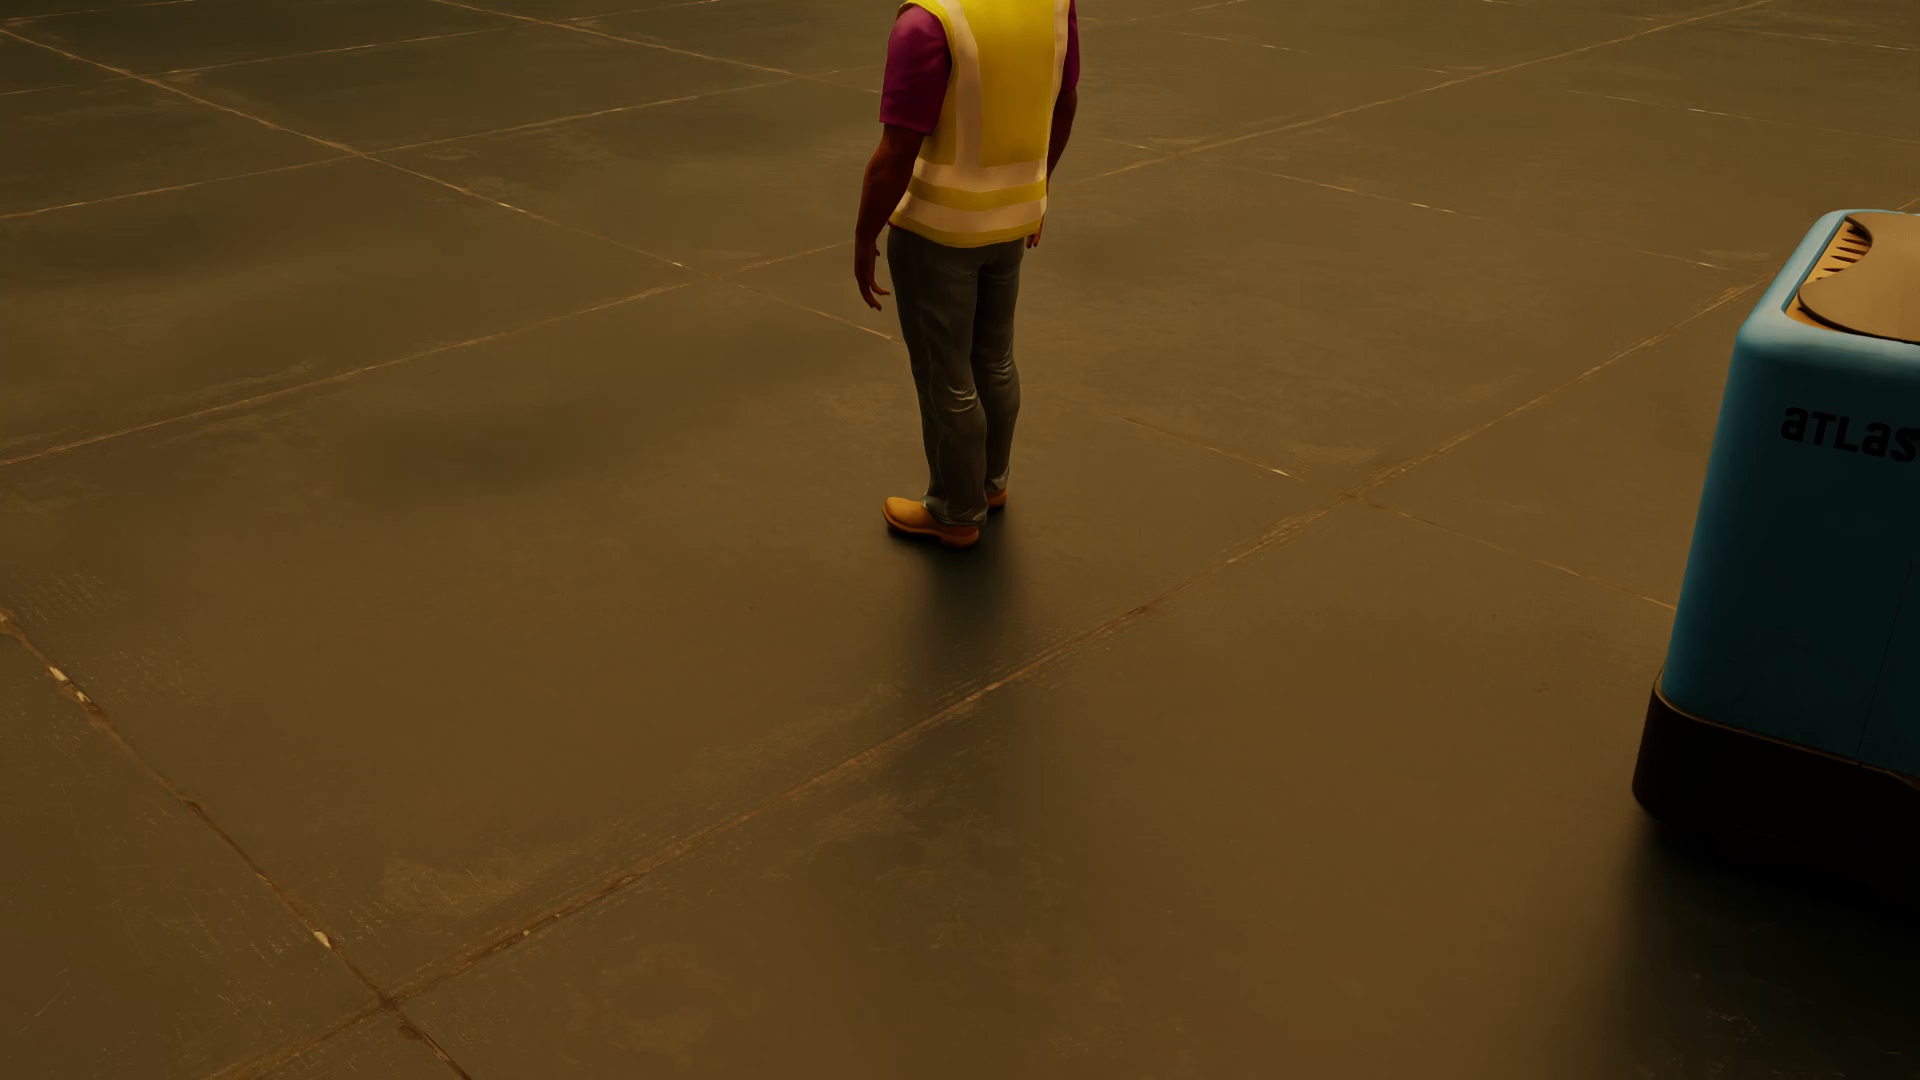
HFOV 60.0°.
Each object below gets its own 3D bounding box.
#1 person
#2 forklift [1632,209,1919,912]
[{"bbox_3d":[-0.046,-0.823,4.198,0.666,1.768,0.575,-24,35,-39],"label":"person"},{"bbox_3d":[2.864,-0.549,2.333,3.031,2.935,1.130,16,30,29],"label":"forklift"}]
